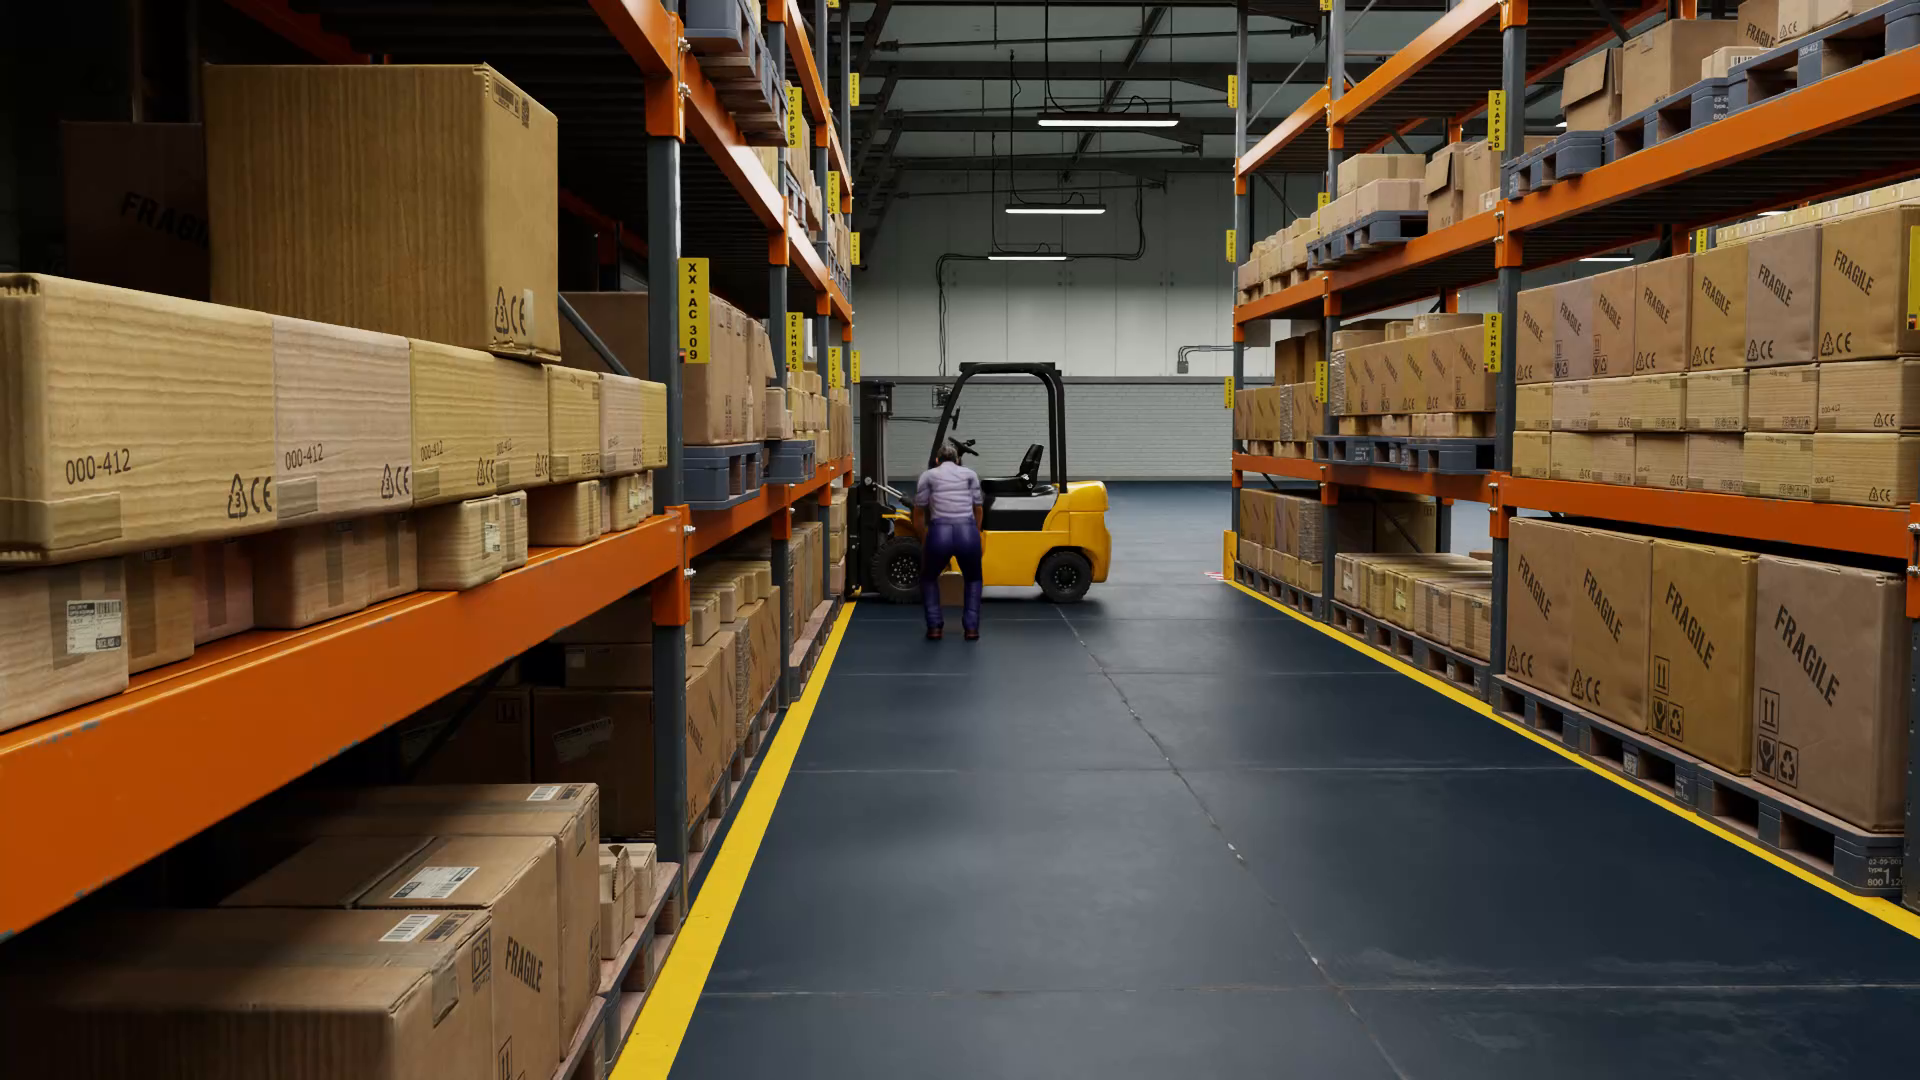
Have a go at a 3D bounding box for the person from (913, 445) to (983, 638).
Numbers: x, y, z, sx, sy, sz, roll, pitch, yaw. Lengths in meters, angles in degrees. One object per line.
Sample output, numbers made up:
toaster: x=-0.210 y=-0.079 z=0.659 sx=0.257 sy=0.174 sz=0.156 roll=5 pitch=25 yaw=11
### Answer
person: x=-0.090 y=0.018 z=12.430 sx=0.530 sy=1.446 sz=0.594 roll=0 pitch=4 yaw=-1
